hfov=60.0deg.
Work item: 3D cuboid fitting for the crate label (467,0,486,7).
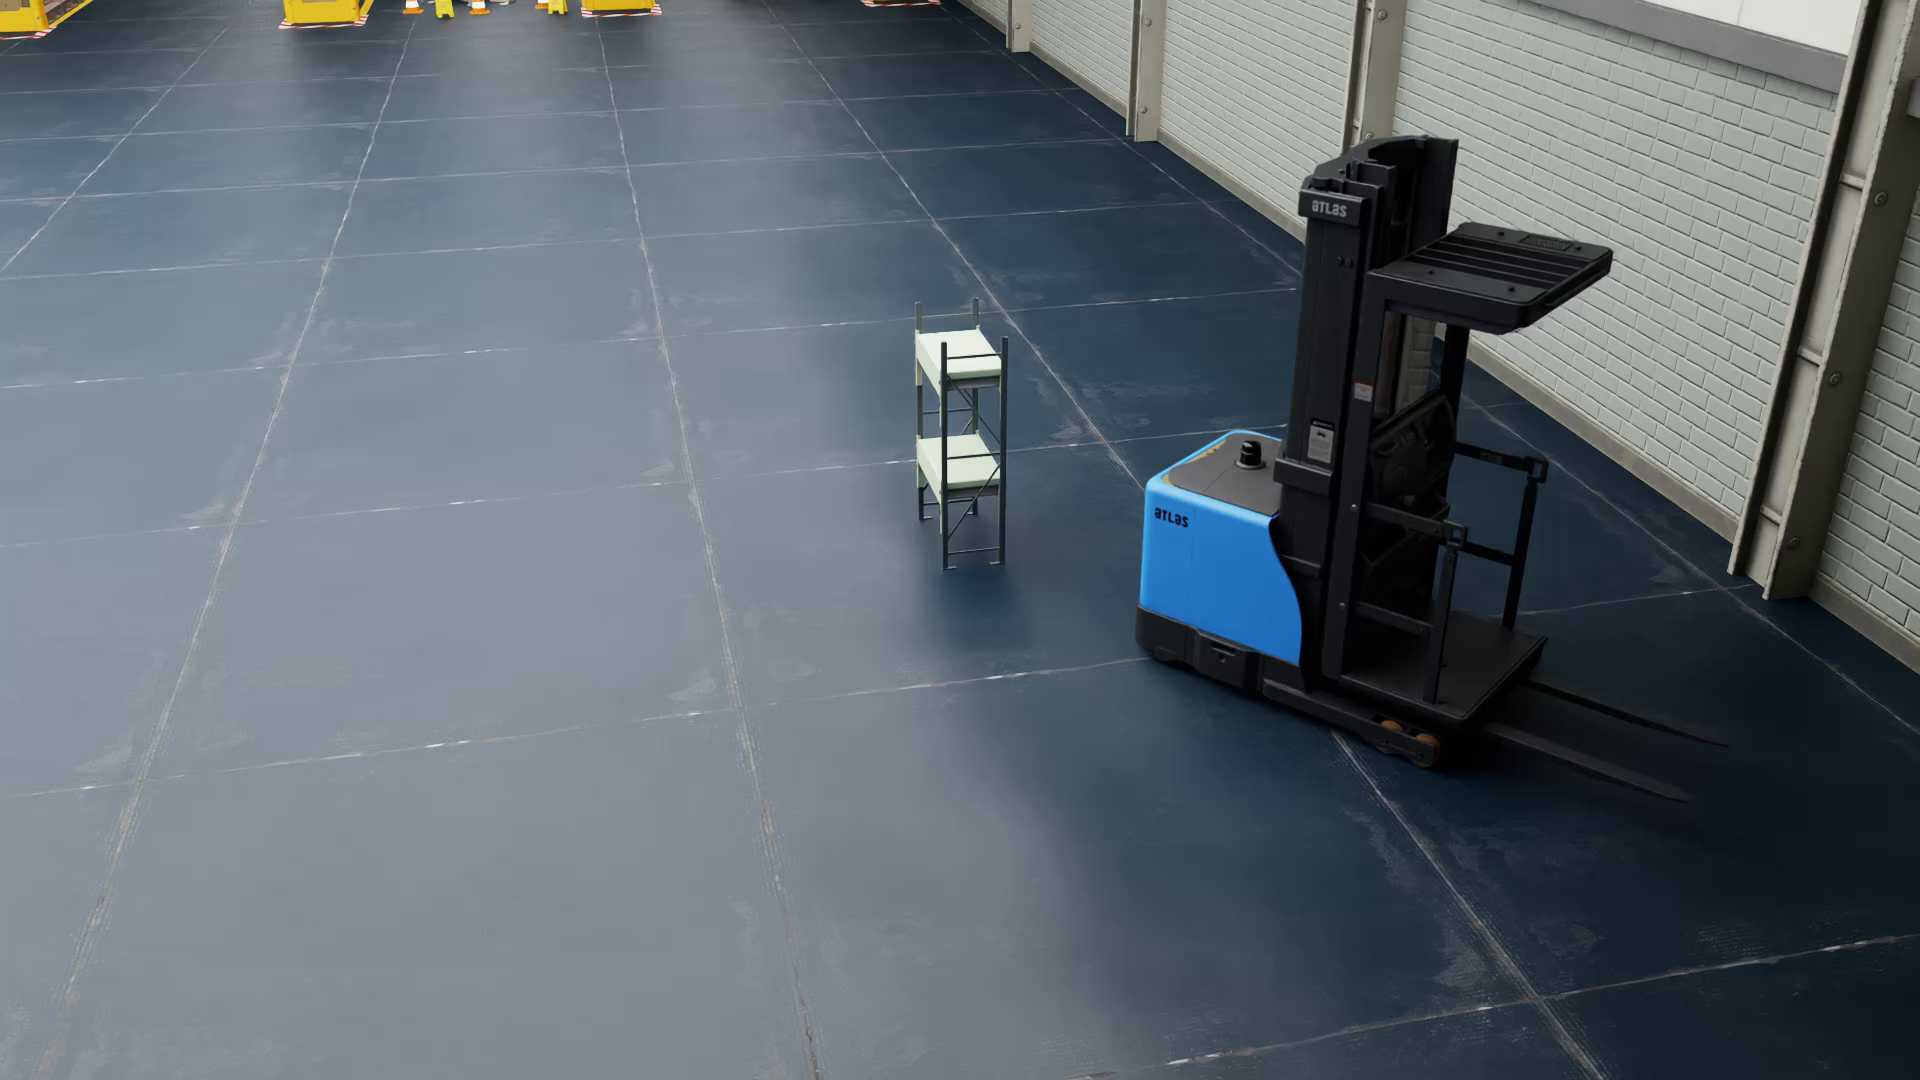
[{"bbox_3d":[-8.588,-9.565,29.549,0.250,0.136,0.298,-23,35,-38],"label":"crate label"}]

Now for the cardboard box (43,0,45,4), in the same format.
[{"bbox_3d":[-15.939,-9.309,28.172,0.500,0.500,0.500,1,27,2],"label":"cardboard box"}]

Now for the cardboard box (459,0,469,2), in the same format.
[{"bbox_3d":[-8.854,-10.108,30.218,0.637,0.503,0.797,19,32,32],"label":"cardboard box"}]

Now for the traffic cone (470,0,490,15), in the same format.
[{"bbox_3d":[-8.350,-9.372,28.804,0.336,0.463,0.334,-6,27,-12],"label":"traffic cone"}]

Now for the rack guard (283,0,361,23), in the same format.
[{"bbox_3d":[-10.786,-9.035,28.096,1.175,0.500,0.348,-6,27,-12],"label":"rack guard"}]

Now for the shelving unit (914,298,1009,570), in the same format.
[{"bbox_3d":[0.002,-0.667,10.406,0.431,1.500,0.755,-6,27,-12],"label":"shelving unit"}]

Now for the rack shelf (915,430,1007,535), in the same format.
[{"bbox_3d":[0.002,-0.376,10.553,0.431,0.370,0.720,-6,27,-12],"label":"rack shelf"}]

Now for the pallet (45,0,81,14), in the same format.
[{"bbox_3d":[-16.084,-9.385,29.111,1.003,0.211,1.213,-6,27,-12],"label":"pallet"}]

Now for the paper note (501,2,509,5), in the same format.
[{"bbox_3d":[-8.144,-9.596,29.728,0.148,0.019,0.142,-16,31,-29],"label":"paper note"}]

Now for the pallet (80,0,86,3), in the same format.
[{"bbox_3d":[-16.363,-9.922,30.174,1.003,0.211,1.213,-6,27,-12],"label":"pallet"}]

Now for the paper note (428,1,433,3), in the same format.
[{"bbox_3d":[-9.482,-9.678,29.892,0.144,0.017,0.142,3,27,6],"label":"paper note"}]

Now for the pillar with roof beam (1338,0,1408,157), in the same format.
[{"bbox_3d":[-0.573,-5.950,12.552,9.100,9.000,0.400,-6,27,-12],"label":"pillar with roof beam"}]

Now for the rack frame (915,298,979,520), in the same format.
[{"bbox_3d":[-0.081,-0.827,10.725,0.400,1.500,0.023,-6,27,-12],"label":"rack frame"}]

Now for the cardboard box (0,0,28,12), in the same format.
[{"bbox_3d":[-15.771,-9.050,27.659,0.500,0.500,0.500,-1,27,-2],"label":"cardboard box"}]

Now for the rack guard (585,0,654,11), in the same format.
[{"bbox_3d":[-6.009,-9.626,29.267,1.175,0.500,0.348,-6,27,-12],"label":"rack guard"}]

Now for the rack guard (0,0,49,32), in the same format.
[{"bbox_3d":[-15.664,-8.620,27.273,1.175,0.500,0.348,-6,27,-12],"label":"rack guard"}]

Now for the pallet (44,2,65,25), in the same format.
[{"bbox_3d":[-15.813,-8.851,28.052,1.003,0.211,1.213,-6,27,-12],"label":"pallet"}]

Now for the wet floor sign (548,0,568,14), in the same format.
[{"bbox_3d":[-6.992,-9.465,28.787,0.267,0.644,0.232,3,27,6],"label":"wet floor sign"}]

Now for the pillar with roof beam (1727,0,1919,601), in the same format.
[{"bbox_3d":[0.779,-3.316,7.334,9.100,9.000,0.400,-6,27,-12],"label":"pillar with roof beam"}]

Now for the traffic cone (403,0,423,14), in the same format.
[{"bbox_3d":[-9.528,-9.406,28.873,0.336,0.463,0.334,-6,27,-12],"label":"traffic cone"}]

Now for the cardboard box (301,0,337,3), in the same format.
[{"bbox_3d":[-11.009,-9.691,28.514,0.875,0.875,0.875,-6,27,-11],"label":"cardboard box"}]

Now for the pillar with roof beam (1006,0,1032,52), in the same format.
[{"bbox_3d":[-3.278,-11.218,22.989,9.100,9.000,0.400,-6,27,-12],"label":"pillar with roof beam"}]

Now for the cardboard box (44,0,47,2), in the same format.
[{"bbox_3d":[-16.062,-9.585,28.720,0.500,0.500,0.500,-3,27,-7],"label":"cardboard box"}]

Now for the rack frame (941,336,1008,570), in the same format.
[{"bbox_3d":[0.084,-0.506,10.088,0.400,1.500,0.023,-6,27,-12],"label":"rack frame"}]

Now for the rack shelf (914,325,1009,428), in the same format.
[{"bbox_3d":[0.002,-1.015,10.230,0.431,0.370,0.720,-6,27,-12],"label":"rack shelf"}]

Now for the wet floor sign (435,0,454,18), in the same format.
[{"bbox_3d":[-8.856,-9.299,28.457,0.267,0.644,0.232,-11,29,-20],"label":"wet floor sign"}]

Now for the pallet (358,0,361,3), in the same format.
[{"bbox_3d":[-11.320,-9.794,29.920,1.003,0.211,1.213,-6,27,-12],"label":"pallet"}]

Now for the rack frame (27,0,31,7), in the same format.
[{"bbox_3d":[-15.647,-9.702,26.643,1.000,3.000,0.127,-6,27,-12],"label":"rack frame"}]

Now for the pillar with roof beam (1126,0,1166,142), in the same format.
[{"bbox_3d":[-1.925,-8.584,17.771,9.100,9.000,0.400,-6,27,-12],"label":"pillar with roof beam"}]

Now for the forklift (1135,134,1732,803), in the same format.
[{"bbox_3d":[2.458,-0.423,8.334,3.031,2.935,1.130,20,33,34],"label":"forklift"}]

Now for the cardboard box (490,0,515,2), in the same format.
[{"bbox_3d":[-8.255,-9.806,30.013,0.380,0.149,0.250,8,28,15],"label":"cardboard box"}]

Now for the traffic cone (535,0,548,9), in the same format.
[{"bbox_3d":[-7.346,-9.634,29.323,0.336,0.463,0.334,-6,27,-12],"label":"traffic cone"}]
